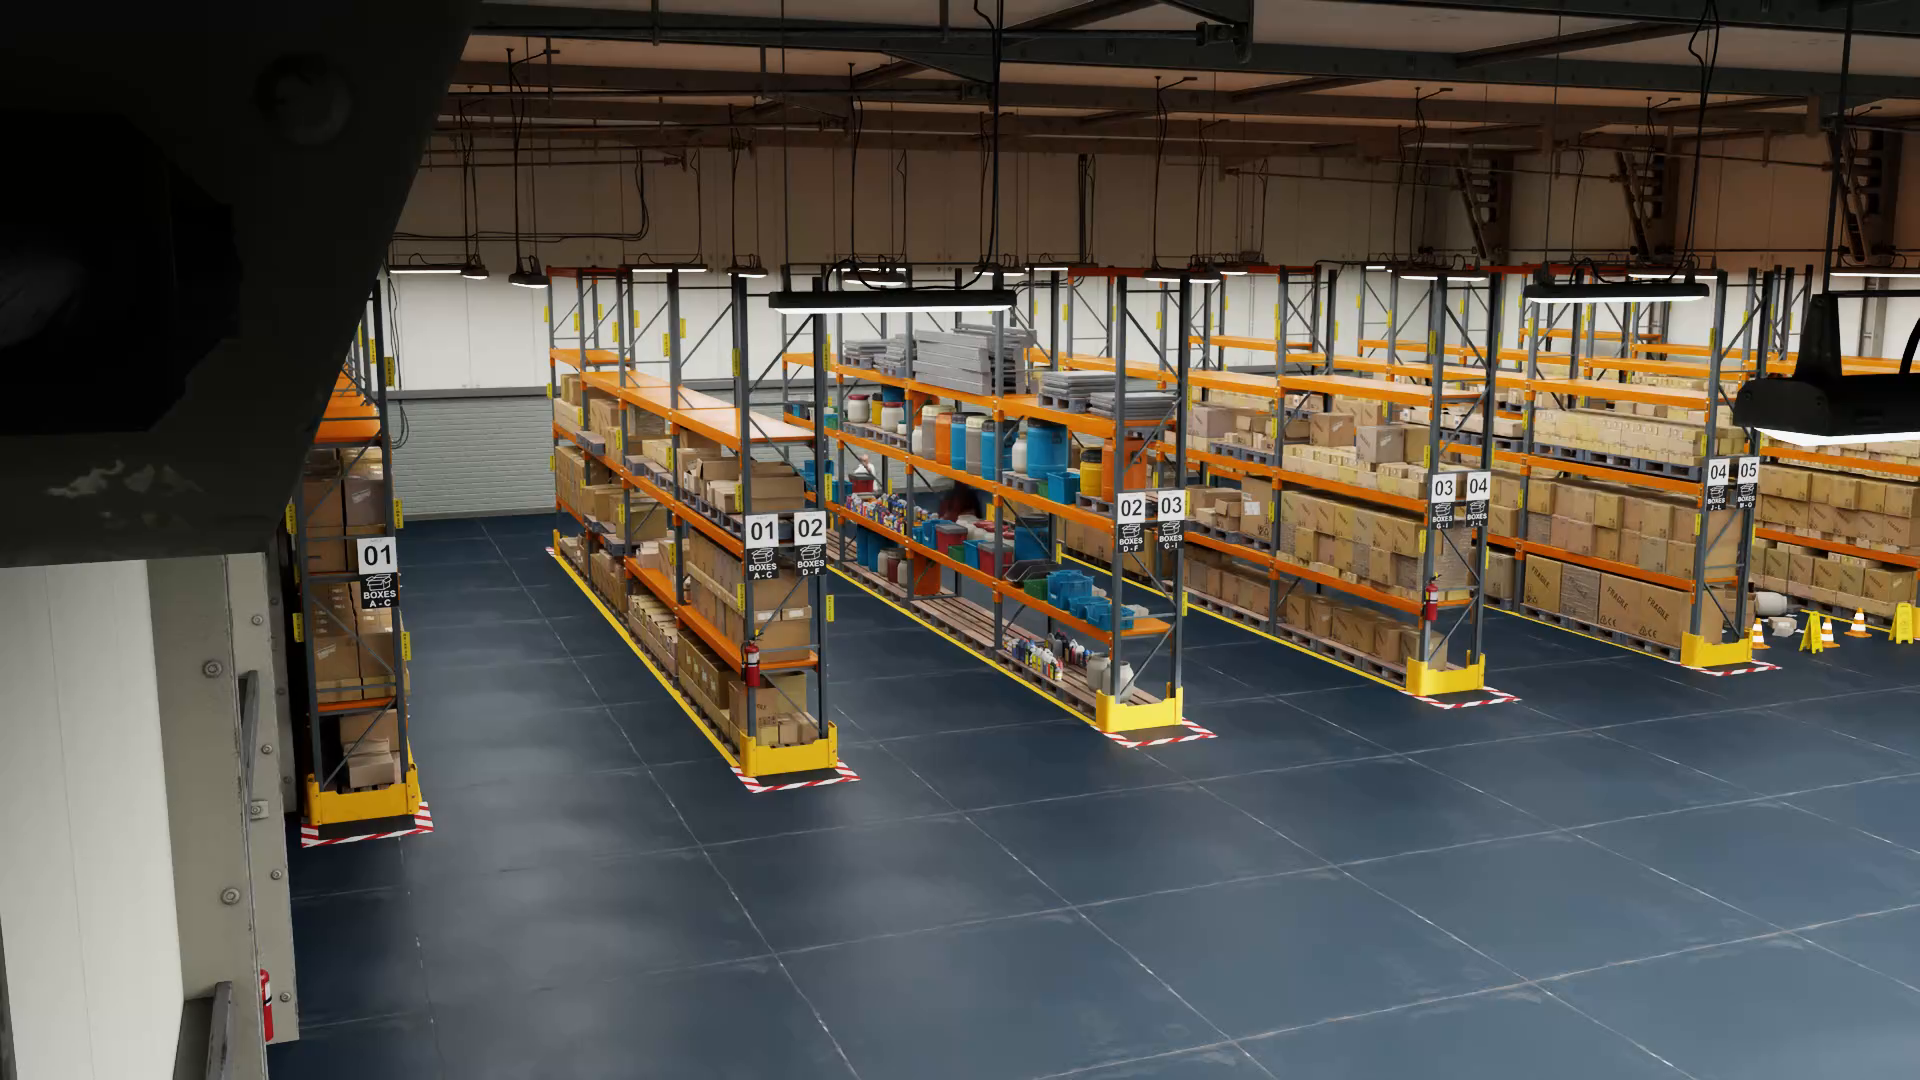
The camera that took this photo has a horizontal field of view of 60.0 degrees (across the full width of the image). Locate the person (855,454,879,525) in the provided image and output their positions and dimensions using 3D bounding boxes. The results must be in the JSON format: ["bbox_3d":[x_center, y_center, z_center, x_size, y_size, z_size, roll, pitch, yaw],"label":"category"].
[{"bbox_3d":[-2.183,-1.098,37.872,0.821,1.736,0.617,3,10,16],"label":"person"}]

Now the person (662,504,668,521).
[{"bbox_3d":[-6.841,-1.278,38.935,0.594,1.754,0.848,2,10,11],"label":"person"}]
